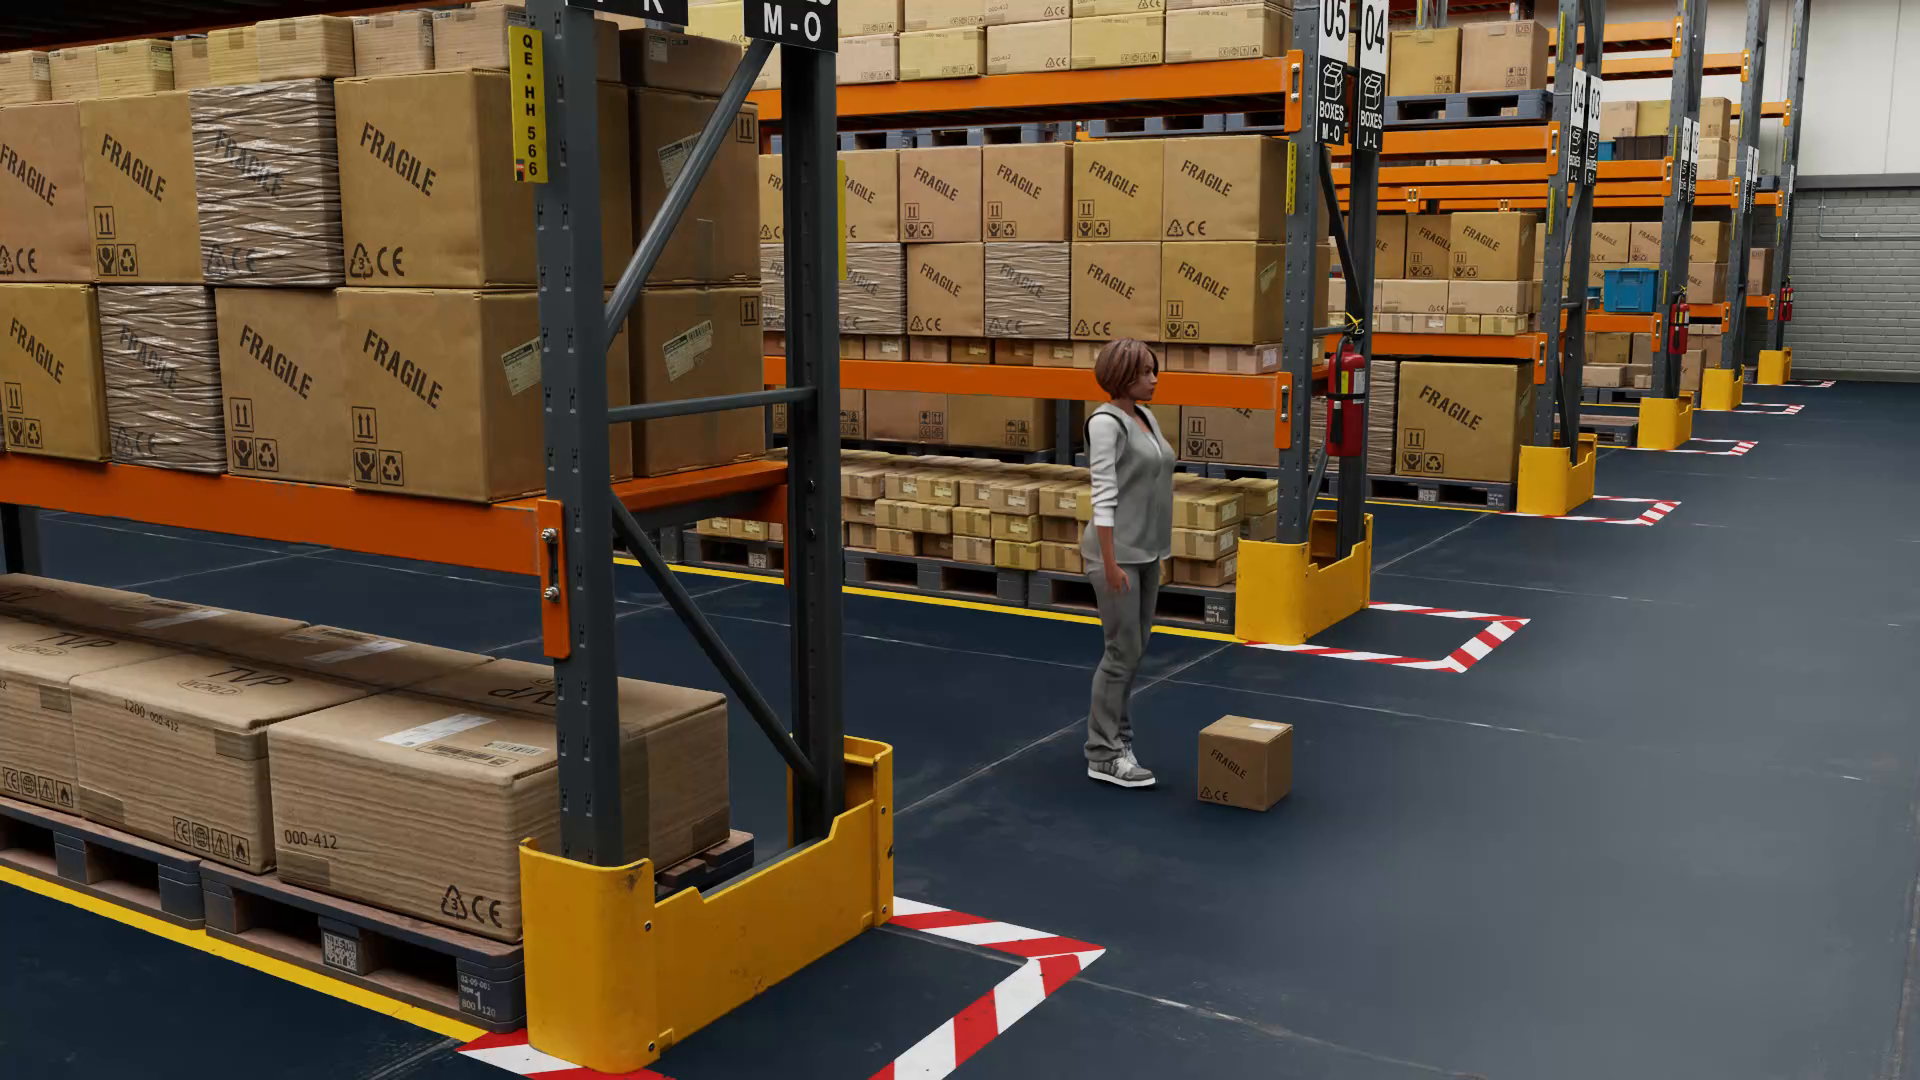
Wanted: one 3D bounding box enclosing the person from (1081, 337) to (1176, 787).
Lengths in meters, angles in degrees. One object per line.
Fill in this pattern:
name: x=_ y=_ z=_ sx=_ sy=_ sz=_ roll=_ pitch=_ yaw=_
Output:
person: x=0.596 y=0.102 z=5.983 sx=0.365 sy=1.654 sz=0.412 roll=6 pitch=11 yaw=32
